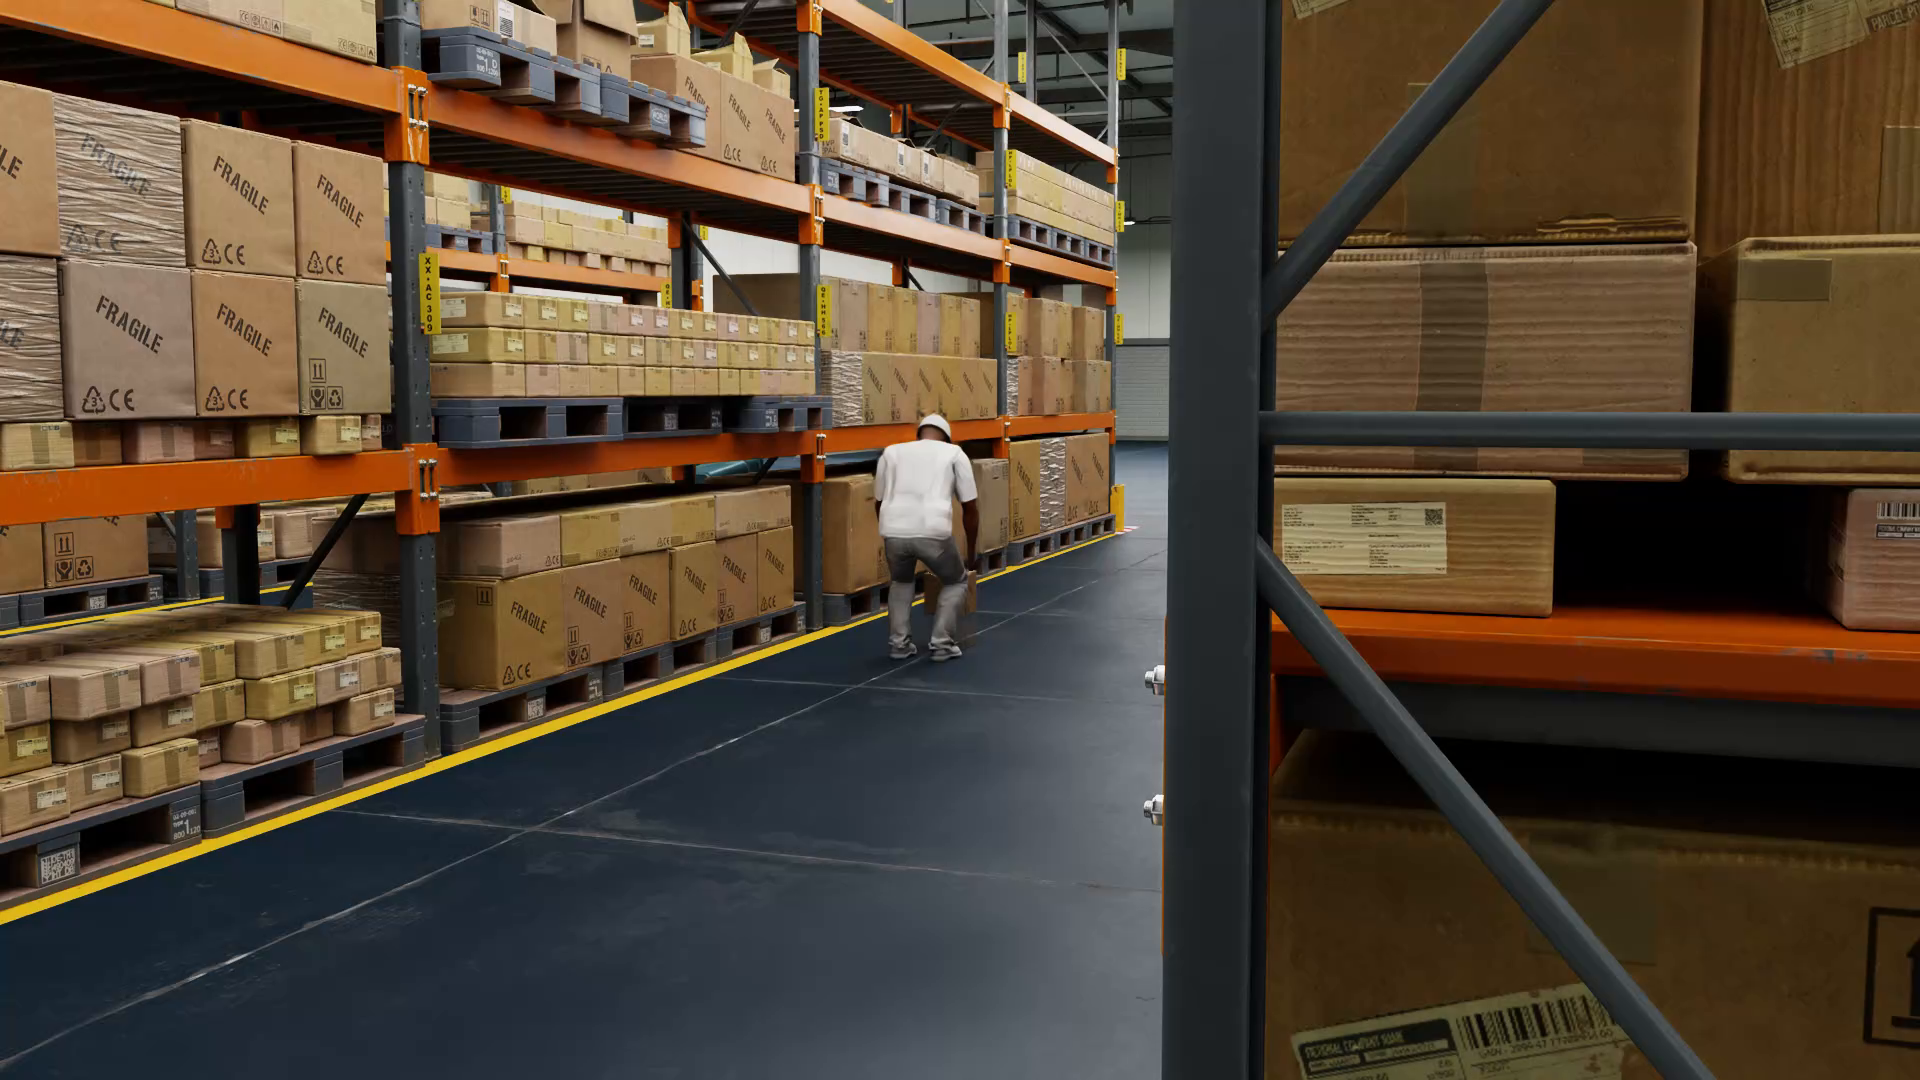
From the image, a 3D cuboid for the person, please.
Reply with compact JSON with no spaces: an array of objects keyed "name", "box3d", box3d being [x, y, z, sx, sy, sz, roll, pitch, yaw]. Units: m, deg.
[{"name":"person","box3d":[-0.227,-0.023,9.644,0.632,1.405,0.762,2,5,18]}]
